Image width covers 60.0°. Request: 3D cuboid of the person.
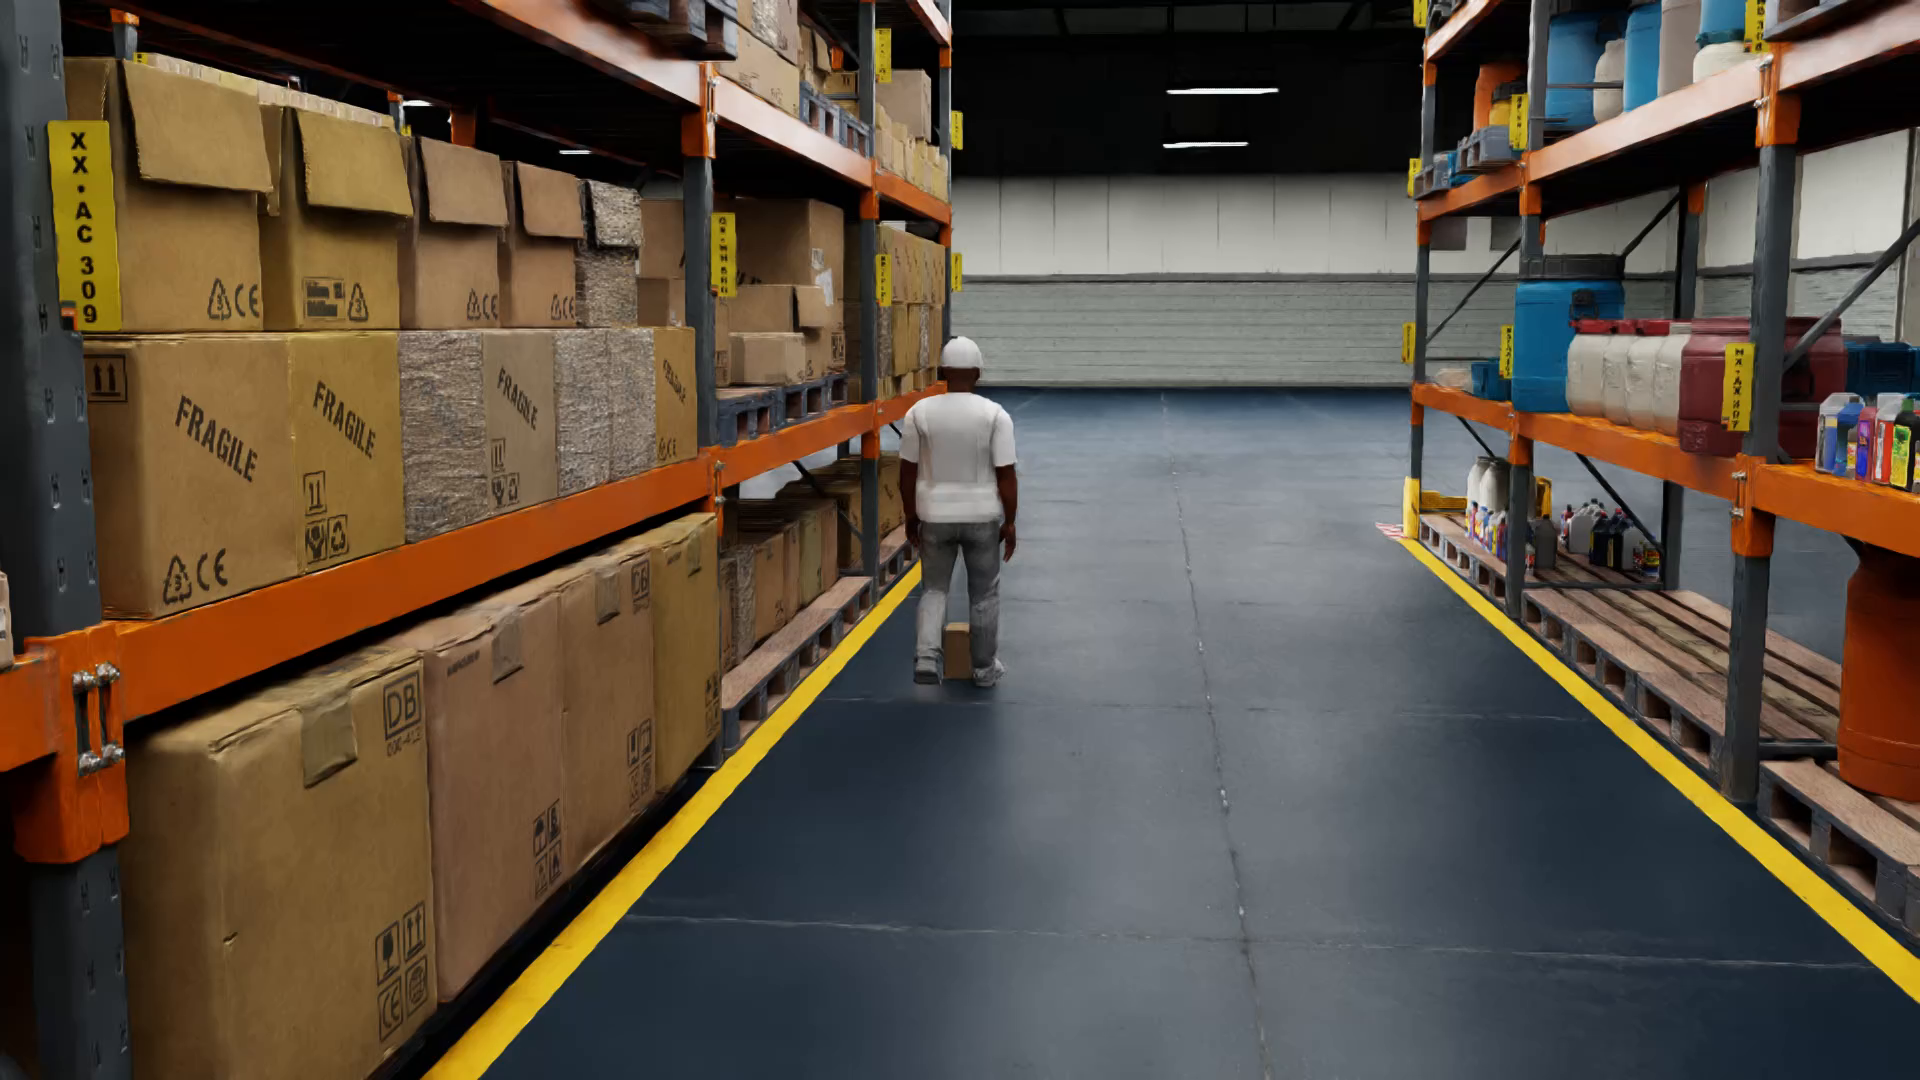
[{"bbox_3d":[-0.002,-0.112,8.102,0.578,1.752,0.819,1,8,6],"label":"person"}]
